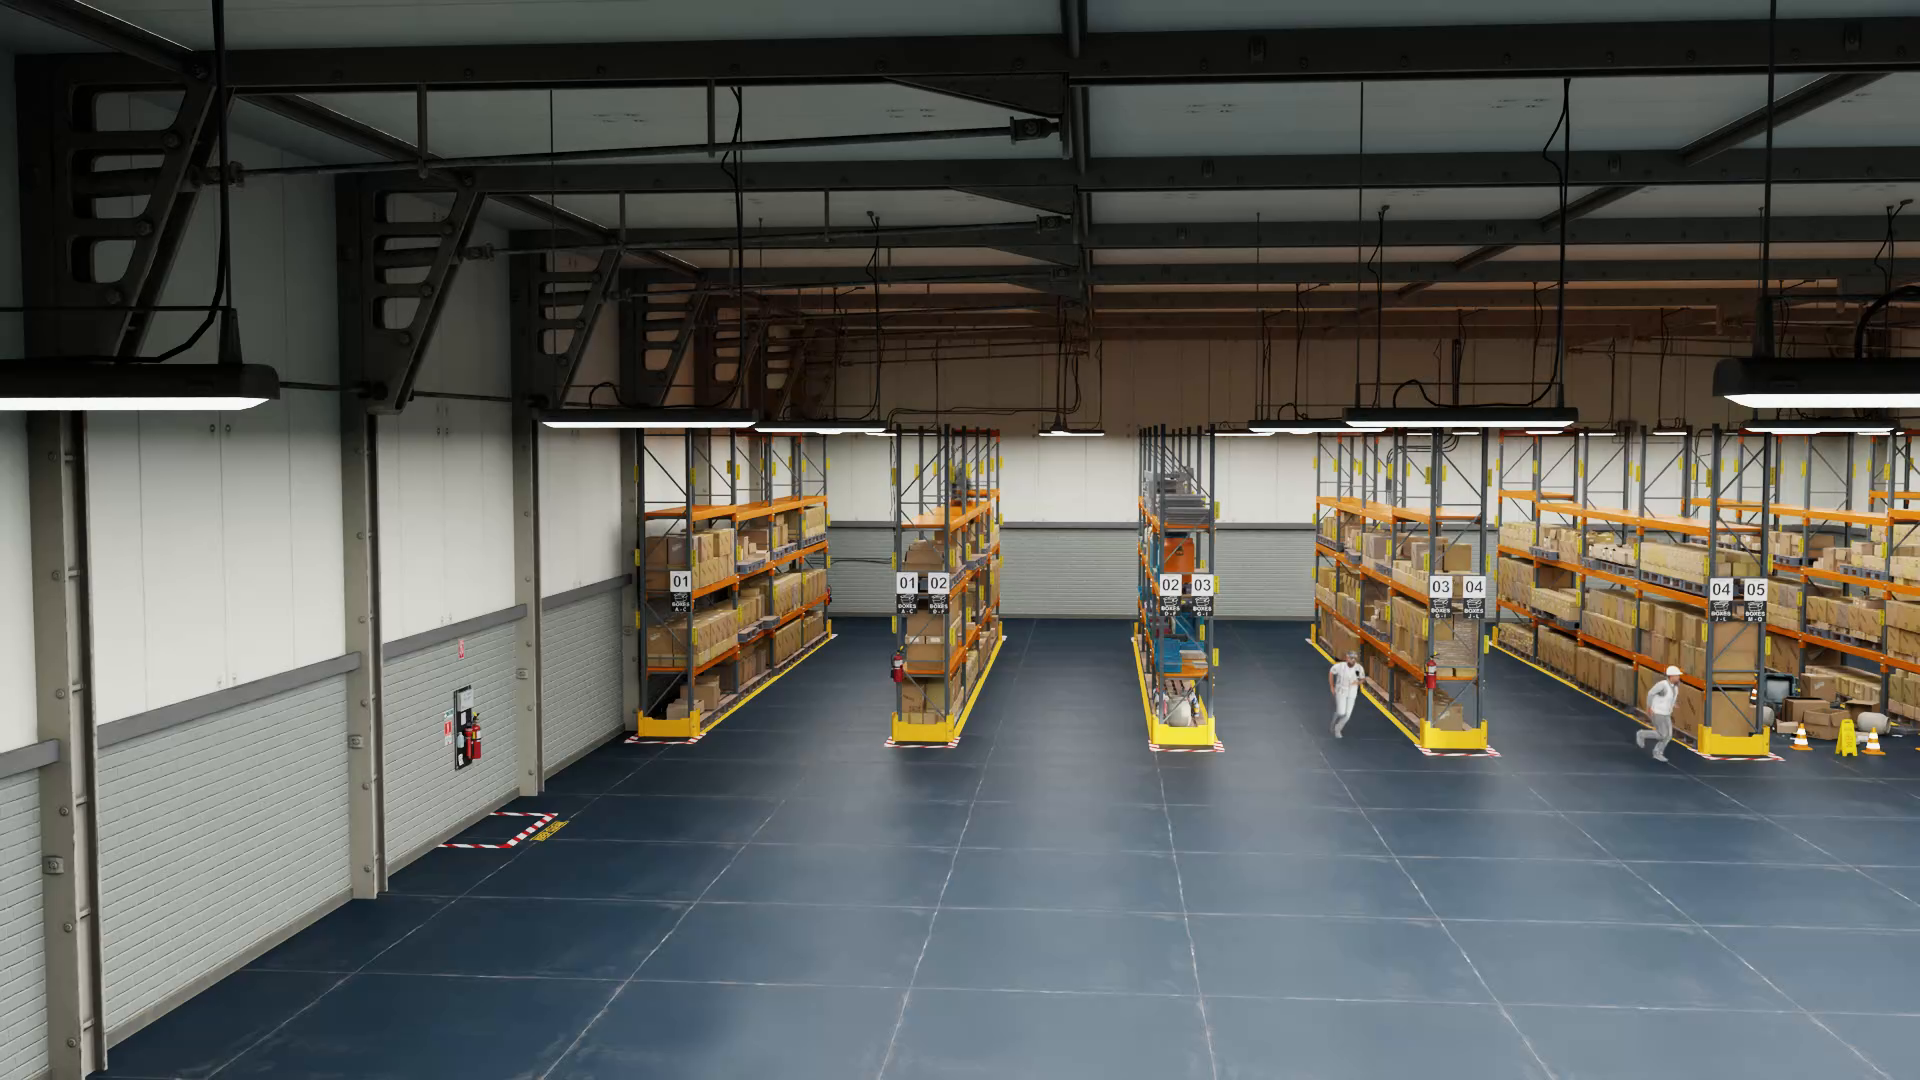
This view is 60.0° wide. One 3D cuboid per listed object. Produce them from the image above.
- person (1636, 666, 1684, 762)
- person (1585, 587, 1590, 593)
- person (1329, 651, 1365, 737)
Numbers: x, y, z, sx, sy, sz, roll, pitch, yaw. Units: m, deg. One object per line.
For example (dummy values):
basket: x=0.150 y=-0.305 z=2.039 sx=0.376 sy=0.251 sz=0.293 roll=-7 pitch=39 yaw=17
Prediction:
person: x=12.471 y=3.085 z=29.671 sx=0.587 sy=1.711 sz=0.805 roll=-3 pitch=5 yaw=-42
person: x=17.091 y=2.120 z=45.426 sx=0.571 sy=1.673 sz=0.876 roll=-1 pitch=4 yaw=-19
person: x=7.417 y=2.941 z=31.819 sx=0.629 sy=1.699 sz=0.639 roll=0 pitch=3 yaw=-6
